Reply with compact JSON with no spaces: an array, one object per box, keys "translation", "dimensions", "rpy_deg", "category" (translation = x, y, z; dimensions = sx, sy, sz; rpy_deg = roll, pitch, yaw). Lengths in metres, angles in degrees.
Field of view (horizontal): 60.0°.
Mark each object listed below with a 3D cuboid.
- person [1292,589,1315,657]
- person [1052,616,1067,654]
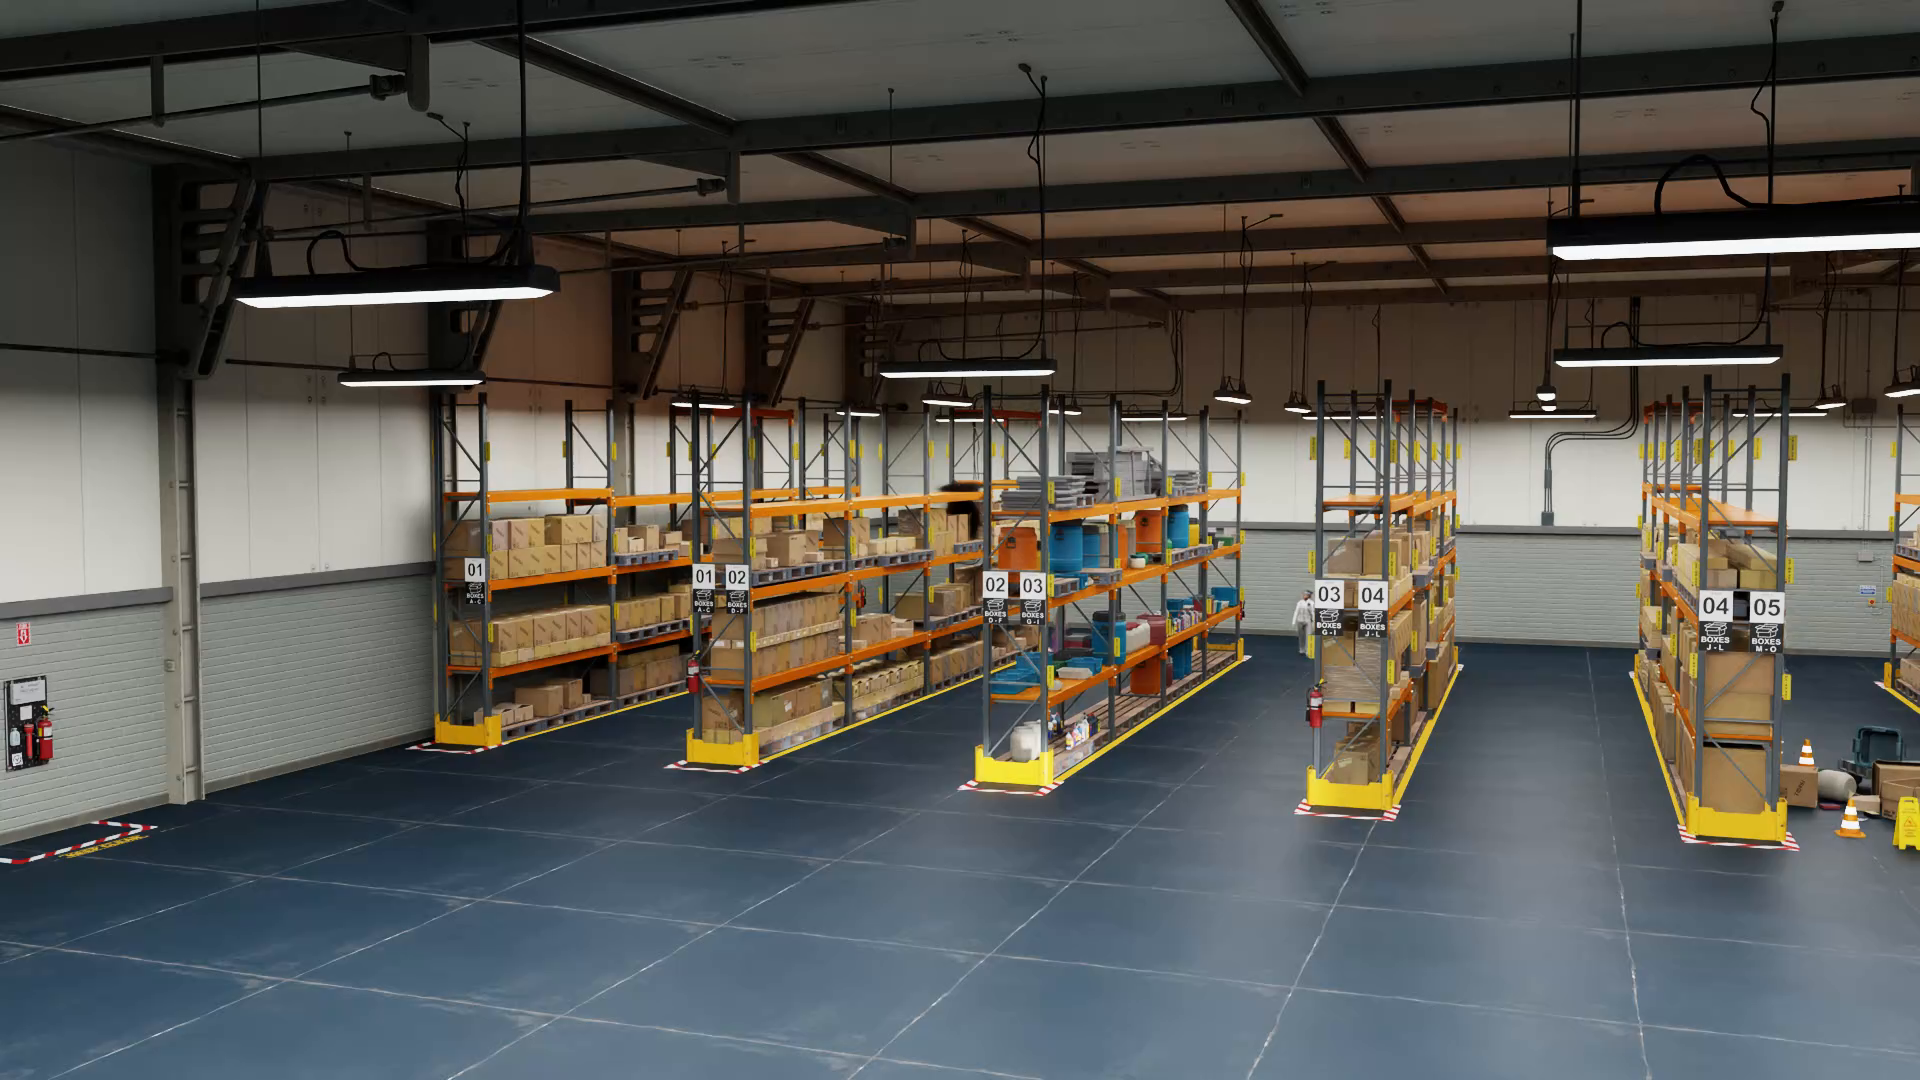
[{"translation":[8.415,2.003,40.590],"dimensions":[0.592,1.629,1.028],"rpy_deg":[1,3,15],"category":"person"},{"translation":[2.045,2.335,34.015],"dimensions":[0.351,1.601,0.490],"rpy_deg":[1,3,16],"category":"person"}]
